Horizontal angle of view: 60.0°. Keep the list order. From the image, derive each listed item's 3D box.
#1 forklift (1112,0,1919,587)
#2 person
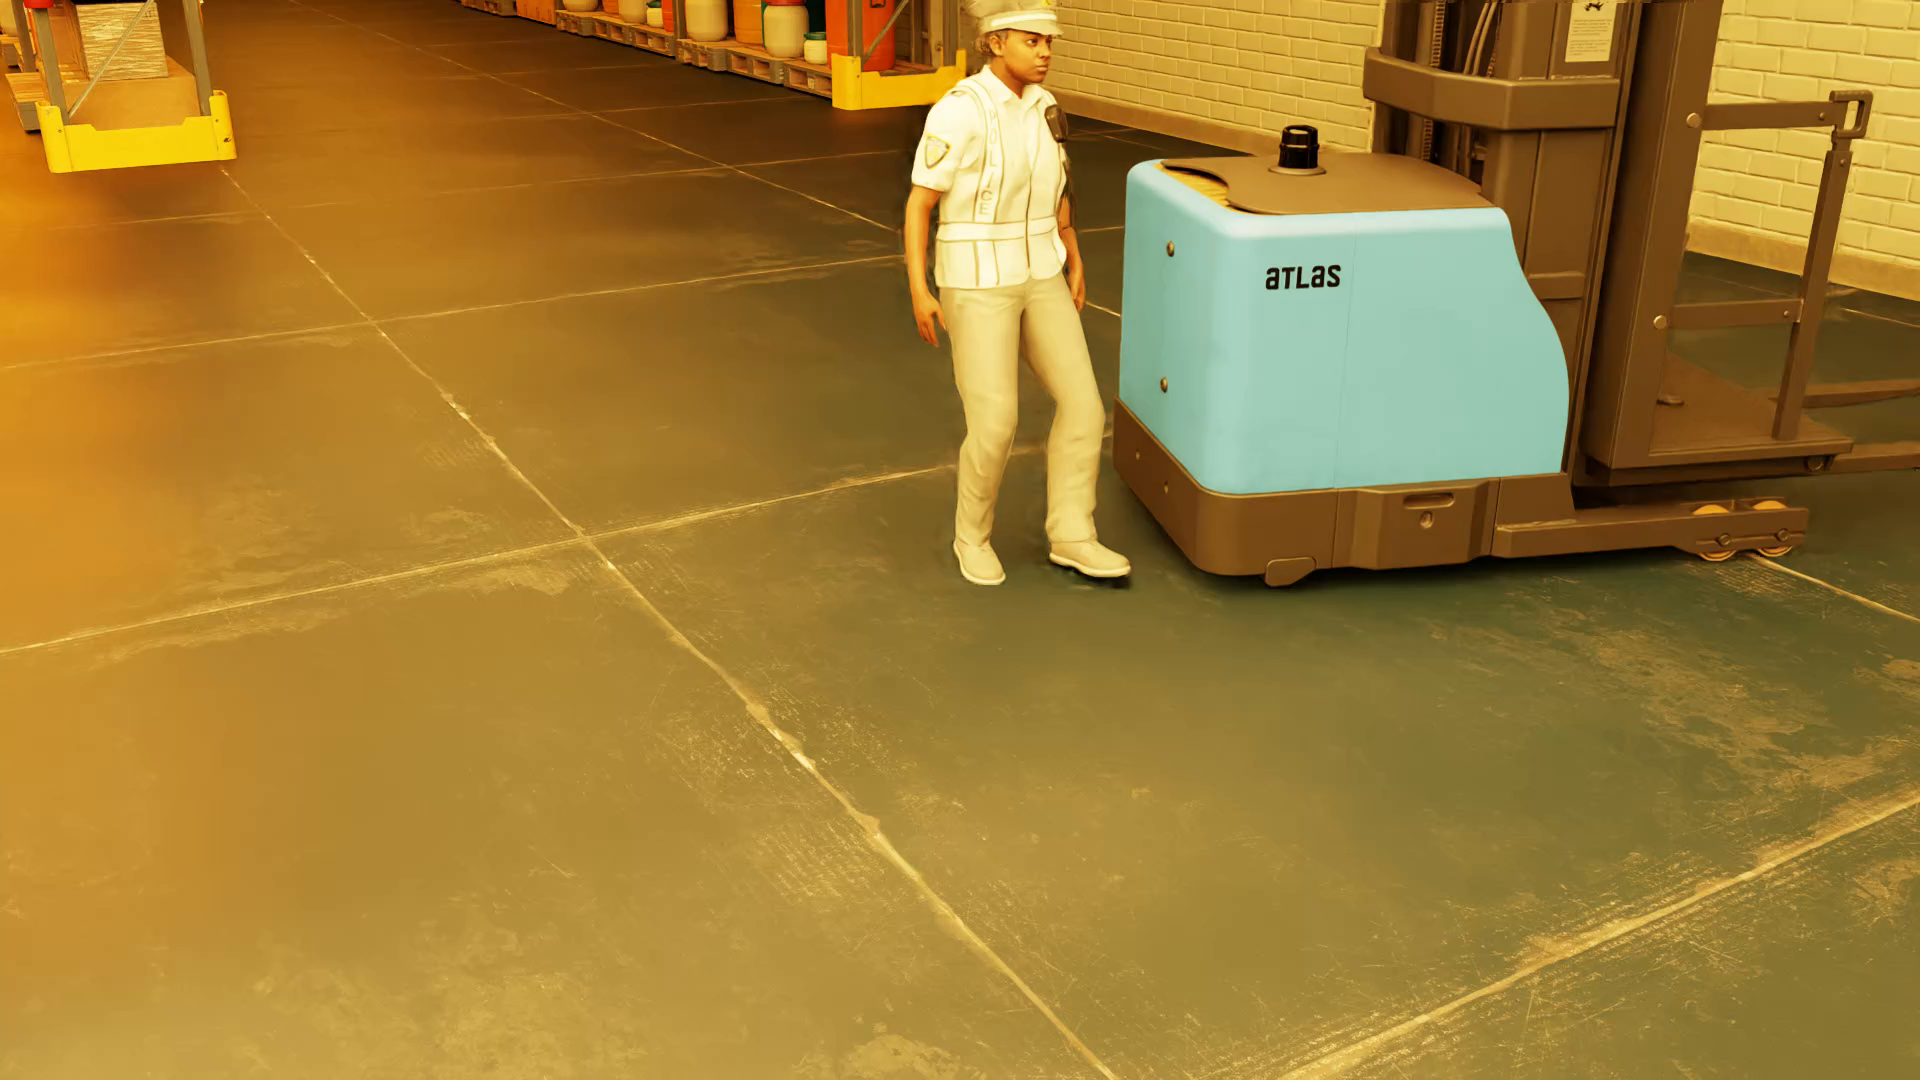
[{"bbox_3d":[2.076,-1.485,4.892,3.031,2.935,1.130,-4,23,-10],"label":"forklift"},{"bbox_3d":[0.204,-0.683,4.647,0.660,1.650,0.613,-17,28,-36],"label":"person"}]
